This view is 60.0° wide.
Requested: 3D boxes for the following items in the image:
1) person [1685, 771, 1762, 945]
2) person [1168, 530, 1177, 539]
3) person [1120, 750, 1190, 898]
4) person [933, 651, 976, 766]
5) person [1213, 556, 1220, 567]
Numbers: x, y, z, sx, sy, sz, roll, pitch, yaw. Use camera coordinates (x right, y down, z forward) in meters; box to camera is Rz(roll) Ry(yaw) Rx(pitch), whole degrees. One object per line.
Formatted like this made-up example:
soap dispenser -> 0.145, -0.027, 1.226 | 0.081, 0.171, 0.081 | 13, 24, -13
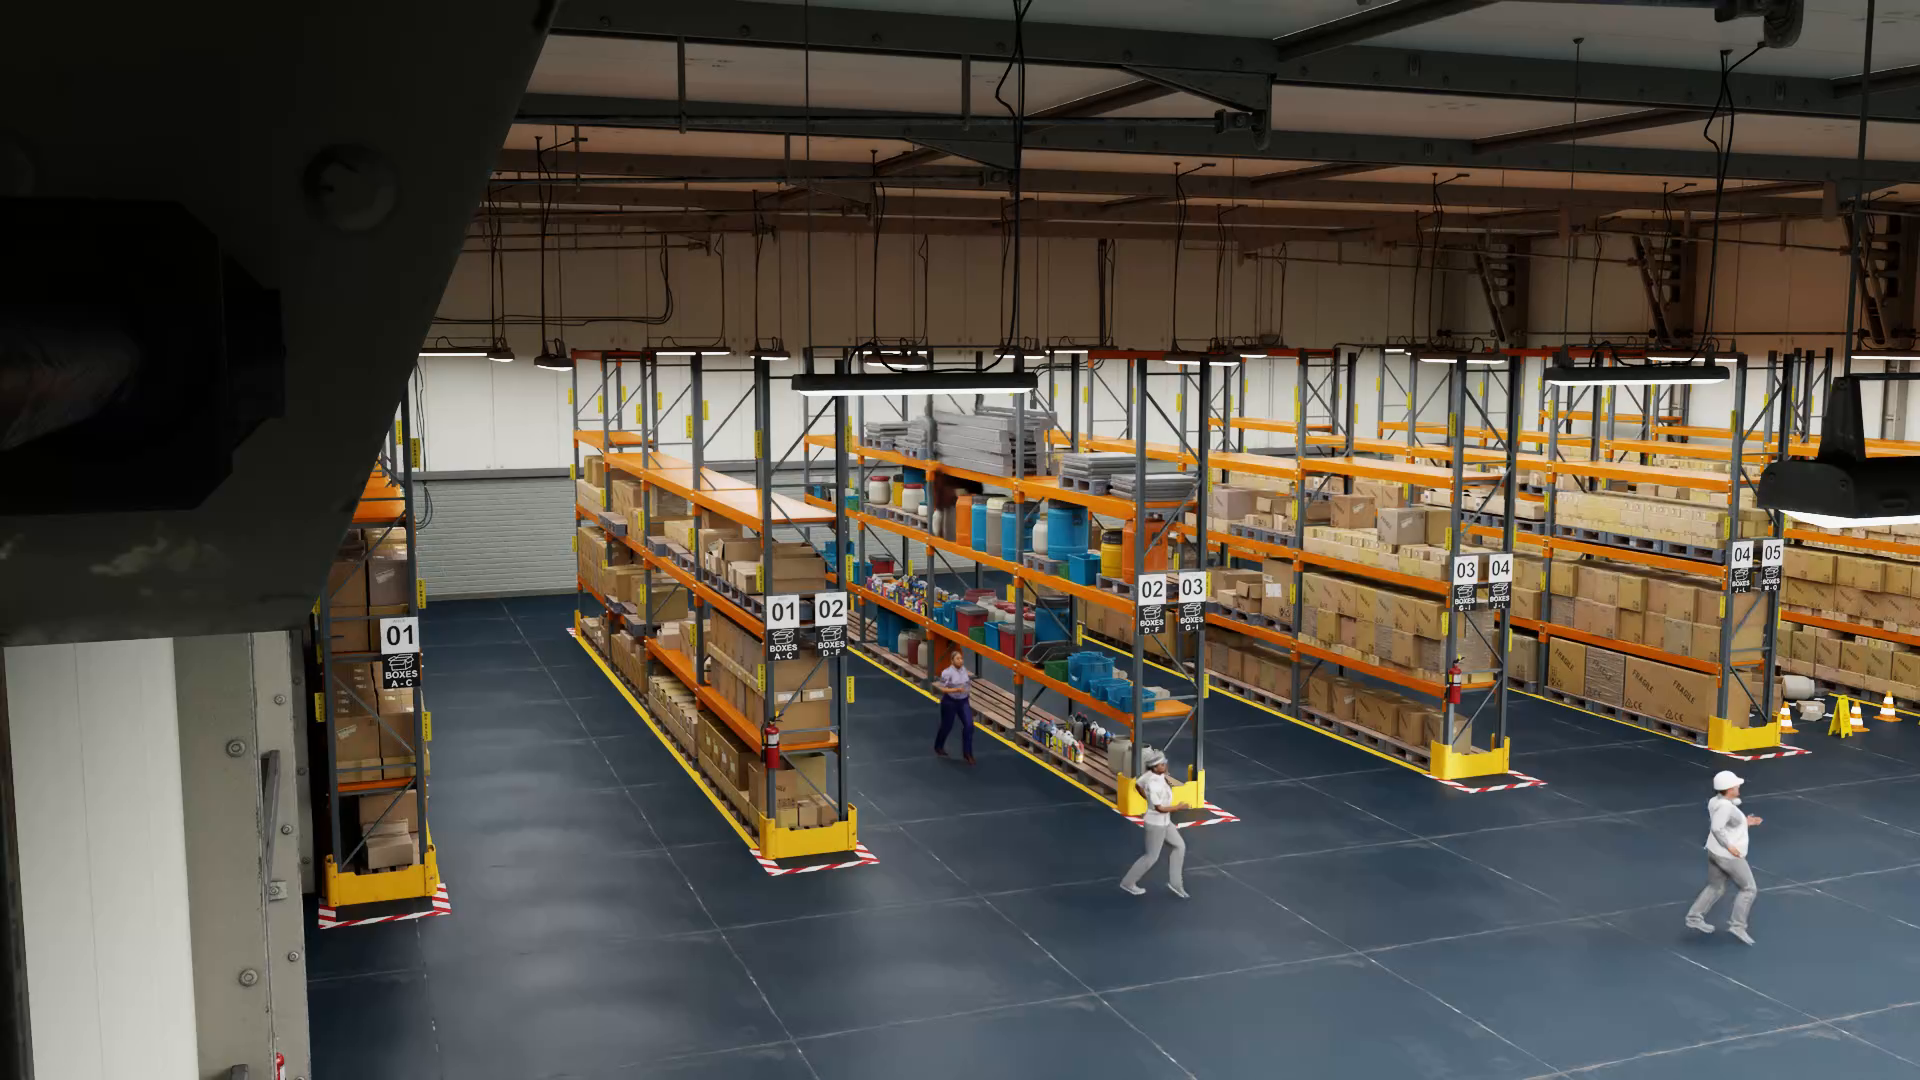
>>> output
person -> 7.995, 3.307, 17.341 | 0.729, 1.831, 0.639 | 0, 7, 2
person -> 5.027, 0.407, 40.897 | 0.782, 1.765, 0.579 | 7, 10, 43
person -> 2.203, 3.199, 18.674 | 0.779, 1.736, 0.582 | 1, 7, 10
person -> -0.076, 2.466, 24.554 | 0.550, 1.697, 0.802 | -5, 8, -33
person -> 6.599, 0.384, 41.806 | 0.474, 1.536, 0.560 | 4, 8, 28
